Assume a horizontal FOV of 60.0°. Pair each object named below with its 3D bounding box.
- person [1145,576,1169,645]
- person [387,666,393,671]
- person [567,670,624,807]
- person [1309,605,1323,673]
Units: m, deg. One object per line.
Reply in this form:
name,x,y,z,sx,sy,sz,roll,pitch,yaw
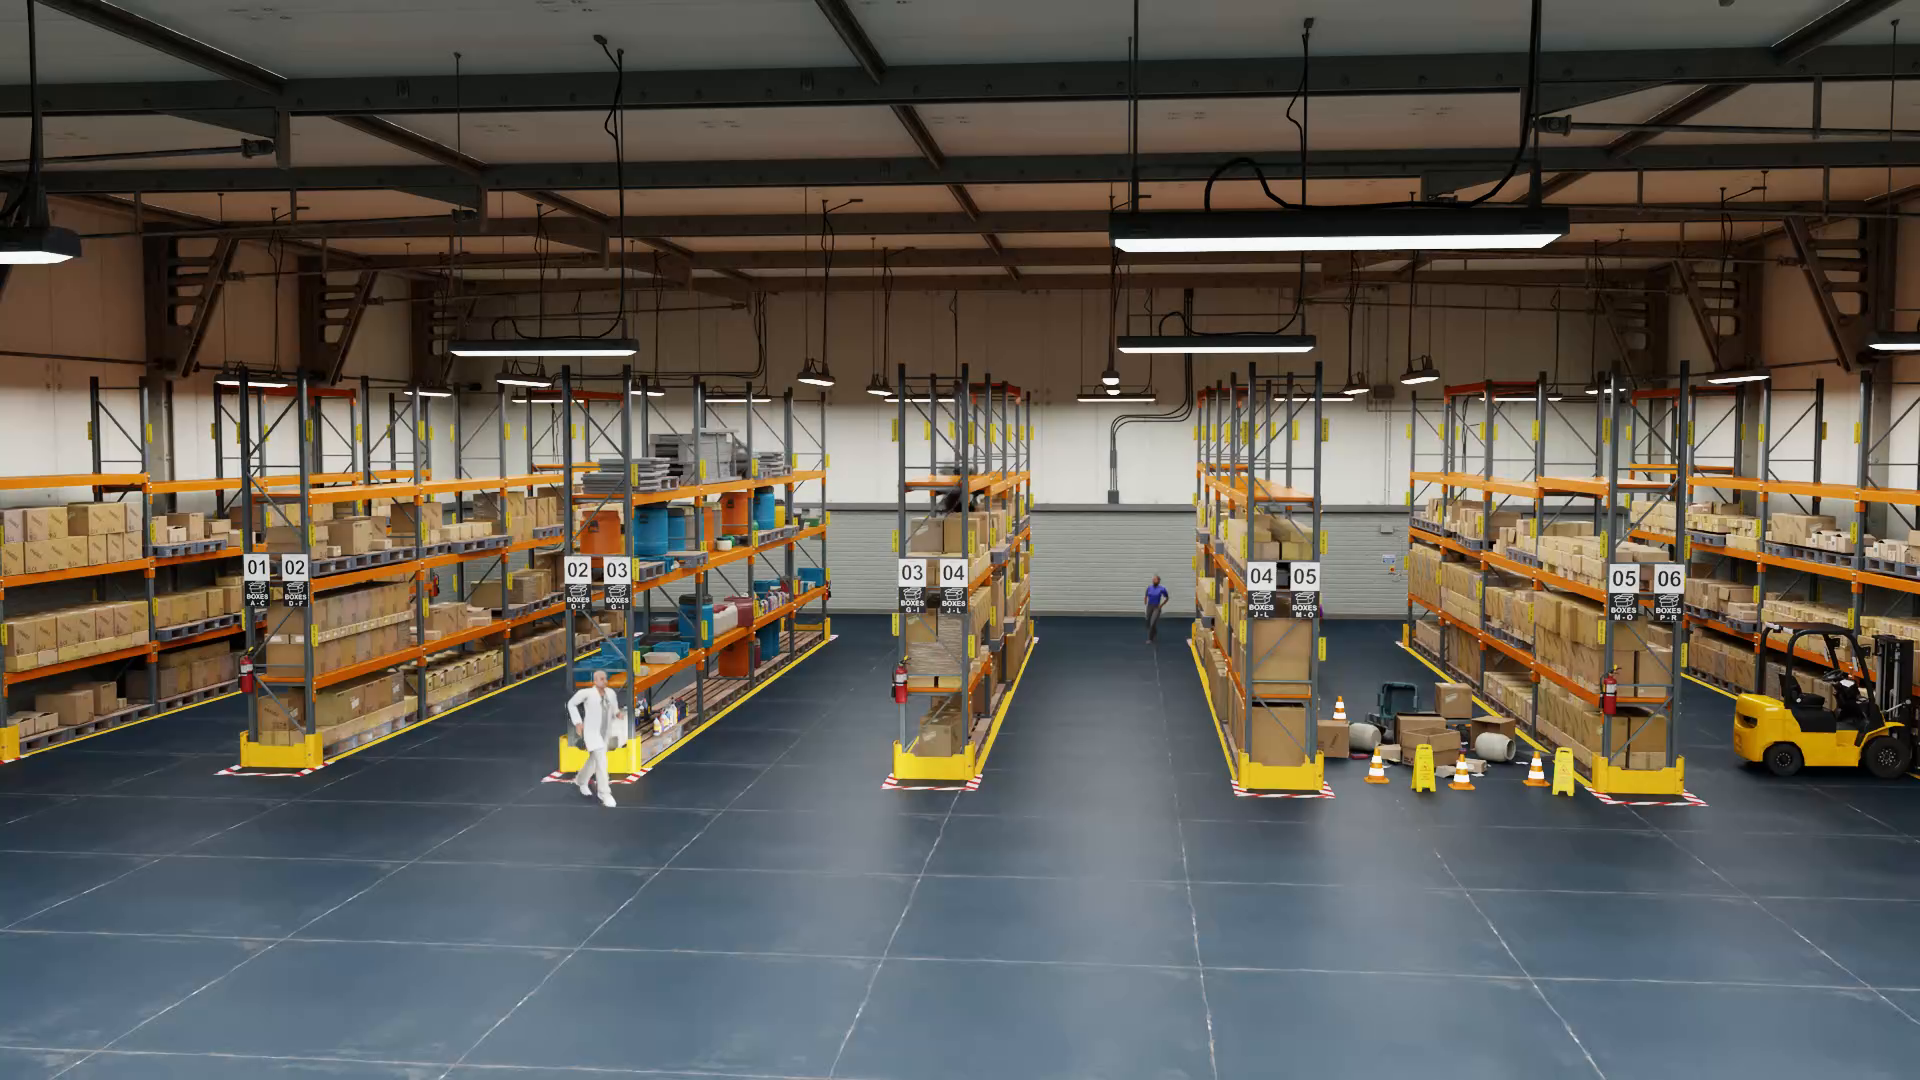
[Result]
person,4.683,1.658,39.642,0.593,1.640,0.749,2,4,31
person,-11.212,2.037,32.375,0.636,1.772,0.626,0,4,4
person,-4.962,2.672,22.635,0.996,1.824,0.638,3,5,36
person,7.270,1.903,34.925,0.684,1.687,0.762,1,4,8
